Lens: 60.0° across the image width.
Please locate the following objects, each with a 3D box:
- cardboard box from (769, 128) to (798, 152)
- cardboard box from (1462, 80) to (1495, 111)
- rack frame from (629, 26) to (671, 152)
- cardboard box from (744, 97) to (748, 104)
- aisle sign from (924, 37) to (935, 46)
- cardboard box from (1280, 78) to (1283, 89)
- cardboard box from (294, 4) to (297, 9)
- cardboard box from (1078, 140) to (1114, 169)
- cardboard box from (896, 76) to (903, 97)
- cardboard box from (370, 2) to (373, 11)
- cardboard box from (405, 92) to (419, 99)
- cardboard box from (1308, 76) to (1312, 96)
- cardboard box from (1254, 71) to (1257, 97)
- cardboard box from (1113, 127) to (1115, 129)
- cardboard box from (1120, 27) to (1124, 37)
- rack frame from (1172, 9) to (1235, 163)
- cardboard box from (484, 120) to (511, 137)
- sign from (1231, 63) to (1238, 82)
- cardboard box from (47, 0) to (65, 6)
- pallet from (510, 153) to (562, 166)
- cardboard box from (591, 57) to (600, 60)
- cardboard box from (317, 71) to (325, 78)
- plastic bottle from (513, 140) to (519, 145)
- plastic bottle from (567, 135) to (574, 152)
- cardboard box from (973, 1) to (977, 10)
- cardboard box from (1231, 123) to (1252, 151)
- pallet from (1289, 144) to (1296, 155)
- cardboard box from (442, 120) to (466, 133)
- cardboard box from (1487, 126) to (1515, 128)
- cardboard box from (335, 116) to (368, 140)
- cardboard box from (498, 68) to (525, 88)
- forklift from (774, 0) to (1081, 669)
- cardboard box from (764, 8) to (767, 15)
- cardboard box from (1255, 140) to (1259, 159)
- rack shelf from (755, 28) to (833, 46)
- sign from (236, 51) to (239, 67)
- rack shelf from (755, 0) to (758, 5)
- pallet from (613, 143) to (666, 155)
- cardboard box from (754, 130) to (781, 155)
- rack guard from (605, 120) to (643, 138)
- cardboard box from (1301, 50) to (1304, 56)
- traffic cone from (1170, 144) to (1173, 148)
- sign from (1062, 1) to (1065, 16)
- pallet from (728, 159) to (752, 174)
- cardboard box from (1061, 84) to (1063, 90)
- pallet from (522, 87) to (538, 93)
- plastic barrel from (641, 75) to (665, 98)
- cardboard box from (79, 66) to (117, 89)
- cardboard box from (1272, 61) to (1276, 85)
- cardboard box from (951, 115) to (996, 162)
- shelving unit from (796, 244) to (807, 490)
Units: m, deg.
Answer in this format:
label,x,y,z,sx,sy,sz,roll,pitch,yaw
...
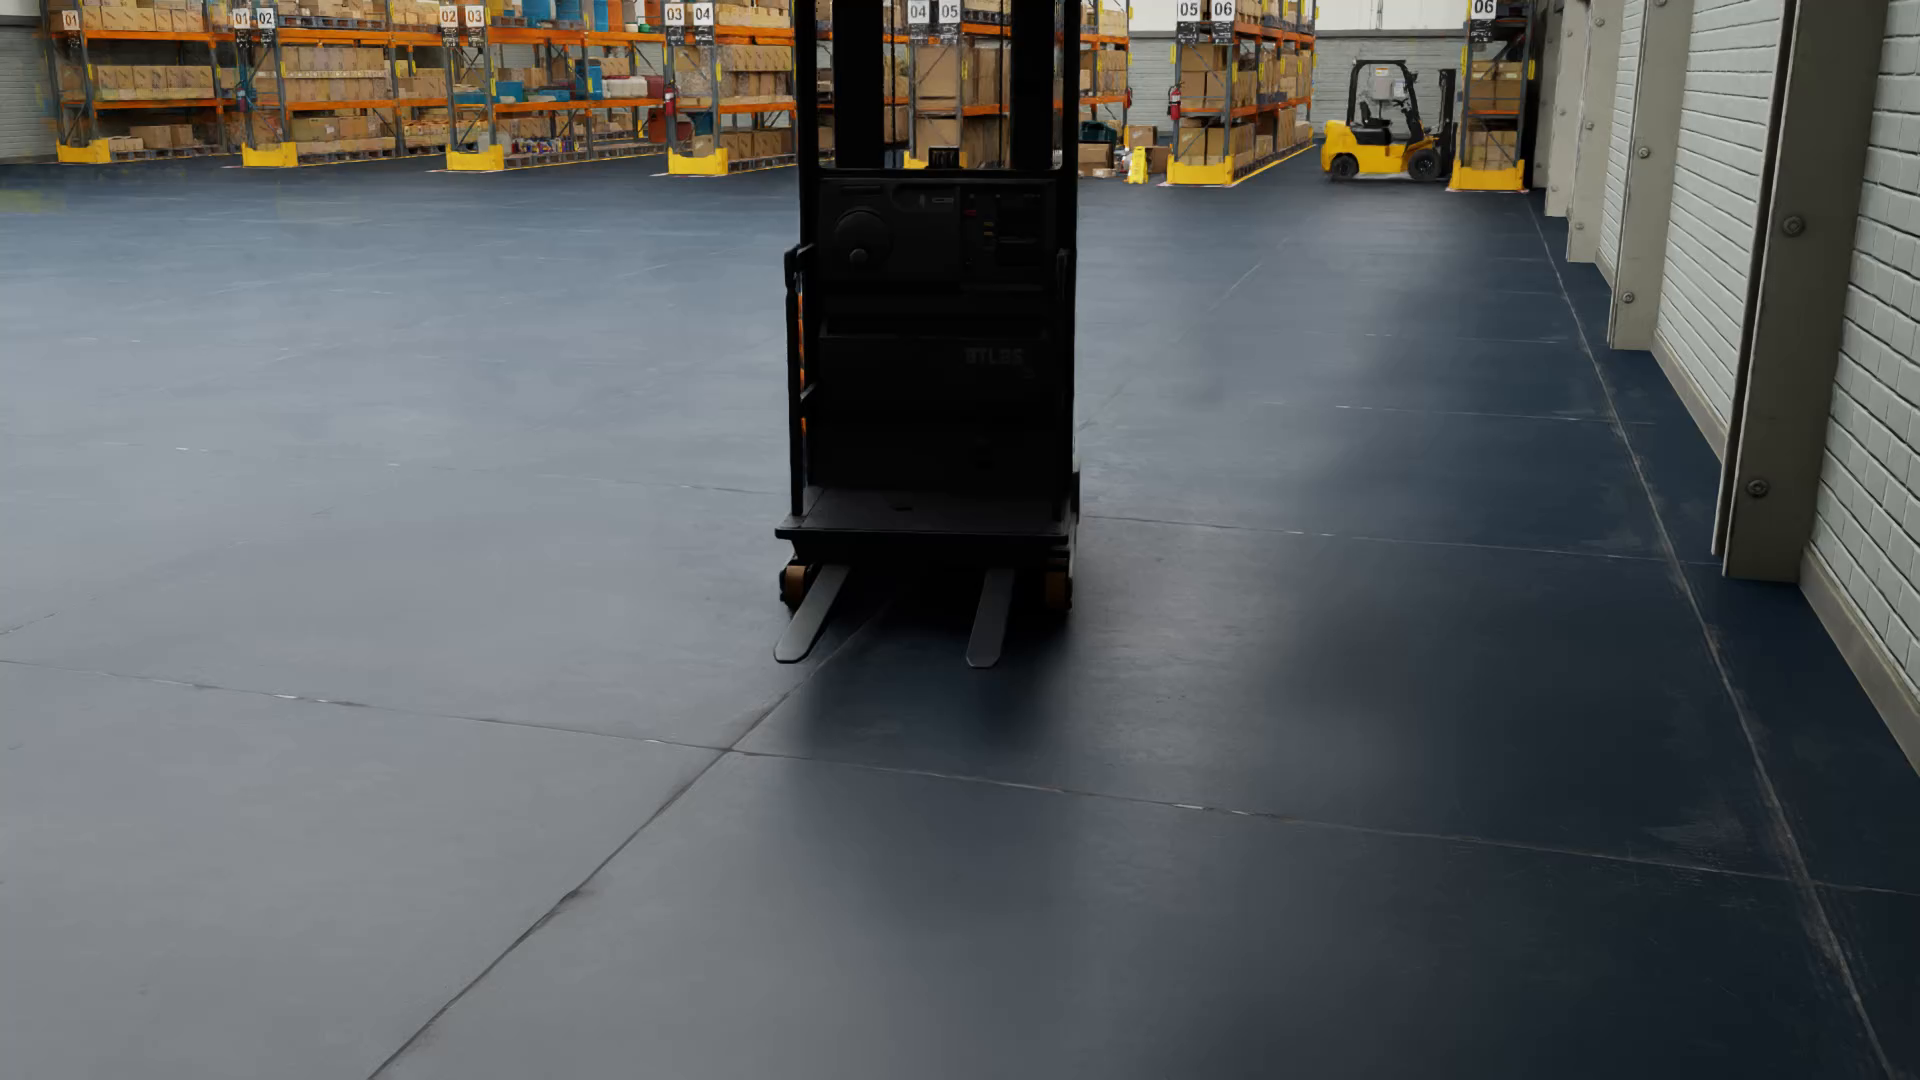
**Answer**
label,x,y,z,sx,sy,sz,roll,pitch,yaw
cardboard box,-3.847,-8.864,36.858,0.700,0.500,0.500,3,16,12
cardboard box,8.970,-7.694,28.776,0.500,0.500,0.500,4,16,15
rack frame,-7.655,-11.126,41.060,1.000,3.000,0.127,5,16,16
cardboard box,-4.521,-8.912,33.714,0.380,0.149,0.250,5,16,16
aisle sign,-0.900,-14.128,46.879,0.394,0.787,0.004,5,16,16
cardboard box,6.976,-10.256,37.349,0.500,0.250,0.500,5,16,15
cardboard box,-14.602,-11.381,35.708,0.500,0.250,0.500,5,16,16
cardboard box,2.652,-7.646,33.117,0.797,0.637,0.503,5,16,16
cardboard box,-1.787,-11.565,42.421,0.500,0.500,0.500,5,17,18
cardboard box,-16.392,-14.785,46.097,0.500,0.250,0.500,6,17,20
cardboard box,-13.092,-10.560,39.524,0.380,0.149,0.250,5,16,16
cardboard box,8.986,-11.968,43.845,0.500,0.500,0.500,5,17,16
cardboard box,5.571,-8.983,32.775,0.500,0.500,0.500,4,16,14
cardboard box,3.937,-10.965,44.401,0.380,0.149,0.250,5,17,17
cardboard box,4.081,-13.522,44.282,0.500,0.250,0.500,5,16,16
rack frame,4.322,-7.881,29.617,1.000,3.000,0.127,5,16,16
cardboard box,-11.999,-10.618,43.040,0.500,0.500,0.500,5,17,18
sign,4.842,-8.255,29.351,0.100,0.325,0.005,5,16,16
cardboard box,-19.555,-11.917,36.296,0.500,0.500,0.500,5,17,18
pallet,-9.367,-8.246,36.014,1.003,0.211,1.213,5,16,16
cardboard box,-10.570,-13.458,47.265,0.500,0.500,0.500,4,16,14
cardboard box,-14.066,-10.135,36.192,0.380,0.149,0.250,4,16,14
plastic bottle,-9.689,-8.549,36.159,0.152,0.276,0.135,4,16,14
plastic bottle,-8.698,-8.826,36.999,0.144,0.351,0.185,4,16,14
cardboard box,0.096,-10.008,31.126,0.380,0.149,0.250,5,16,16
cardboard box,5.405,-7.859,32.434,0.500,0.500,0.500,5,17,17
pallet,7.585,-9.471,40.334,1.003,0.211,1.213,5,16,16
cardboard box,-12.603,-10.236,41.163,0.500,0.311,0.500,5,16,16
cardboard box,9.978,-7.495,30.694,0.500,0.250,0.500,5,17,16
cardboard box,-13.753,-9.306,37.536,0.500,0.500,0.500,5,16,16
cardboard box,-11.889,-12.160,43.750,0.700,0.500,0.500,8,18,26
forklift,-0.106,-1.222,6.266,1.130,2.935,3.031,1,16,5
cardboard box,-4.208,-10.880,34.238,0.380,0.149,0.250,5,17,18
cardboard box,5.605,-8.003,34.093,0.950,0.372,0.625,5,17,17
rack shelf,-3.474,-11.316,37.550,1.077,0.370,4.000,5,16,16
sign,-15.192,-10.135,35.009,0.100,0.325,0.005,5,16,16
rack shelf,-5.950,-15.044,45.928,1.077,0.370,4.000,5,16,16
pallet,-7.912,-9.585,40.736,1.003,0.211,1.213,5,16,16
cardboard box,-4.195,-8.594,35.942,0.500,0.500,0.500,4,16,14
rack guard,-10.151,-12.382,50.068,1.175,0.500,0.348,5,16,16
cardboard box,8.393,-12.190,41.605,0.380,0.149,0.250,4,16,14
traffic cone,4.469,-8.140,35.180,0.336,0.463,0.334,5,16,16
sign,2.351,-12.016,37.607,0.100,0.325,0.005,5,16,16
pallet,-4.893,-7.538,33.517,1.003,0.211,1.213,5,16,16
cardboard box,2.218,-10.584,38.838,0.380,0.149,0.250,5,17,19
pallet,-11.854,-11.928,44.239,1.003,0.211,1.213,5,16,16
plastic barrel,-7.496,-11.047,40.531,0.600,0.536,0.708,5,16,16
cardboard box,-19.003,-10.202,36.663,0.500,0.500,0.500,5,16,16
cardboard box,6.454,-9.958,35.444,0.500,0.500,0.500,3,16,12
cardboard box,0.186,-8.069,33.406,0.875,0.875,0.875,5,17,16
shelving unit,-0.627,-0.817,8.009,0.258,1.200,0.189,-8,18,-25
